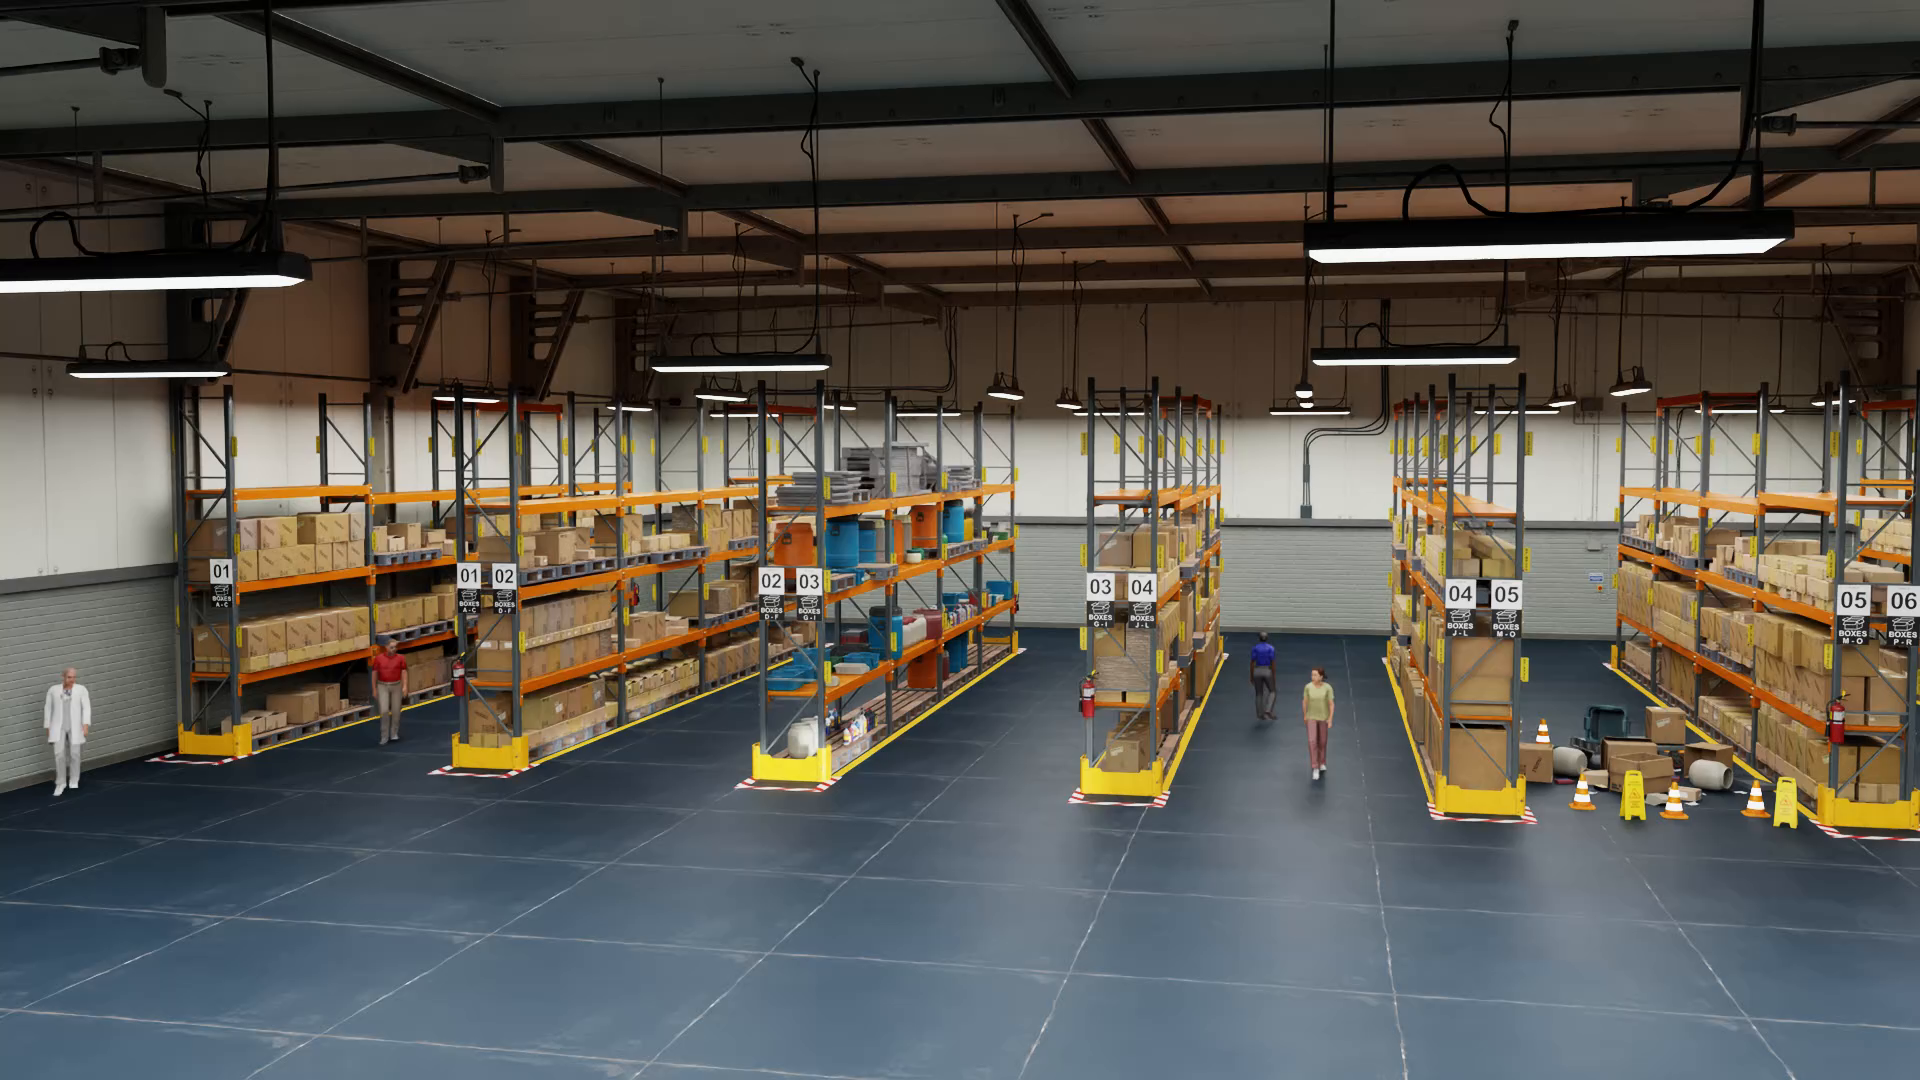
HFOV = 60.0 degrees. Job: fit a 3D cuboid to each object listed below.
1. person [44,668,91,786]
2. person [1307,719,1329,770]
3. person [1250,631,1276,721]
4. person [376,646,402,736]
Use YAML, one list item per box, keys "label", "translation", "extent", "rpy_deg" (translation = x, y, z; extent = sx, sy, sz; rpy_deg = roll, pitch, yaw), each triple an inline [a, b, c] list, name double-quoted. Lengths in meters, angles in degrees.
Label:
- label: "person"
  translation: [-13.006, 2.812, 24.237]
  extent: [0.611, 1.505, 0.517]
  rpy_deg: [-2, 4, -30]
- label: "person"
  translation: [5.478, 3.034, 25.422]
  extent: [0.347, 0.916, 0.736]
  rpy_deg: [1, 3, 12]
- label: "person"
  translation: [5.535, 2.486, 30.317]
  extent: [0.504, 1.641, 0.417]
  rpy_deg: [1, 3, 21]
- label: "person"
  translation: [-9.697, 2.549, 28.256]
  extent: [0.417, 1.538, 0.468]
  rpy_deg: [-2, 4, -30]
